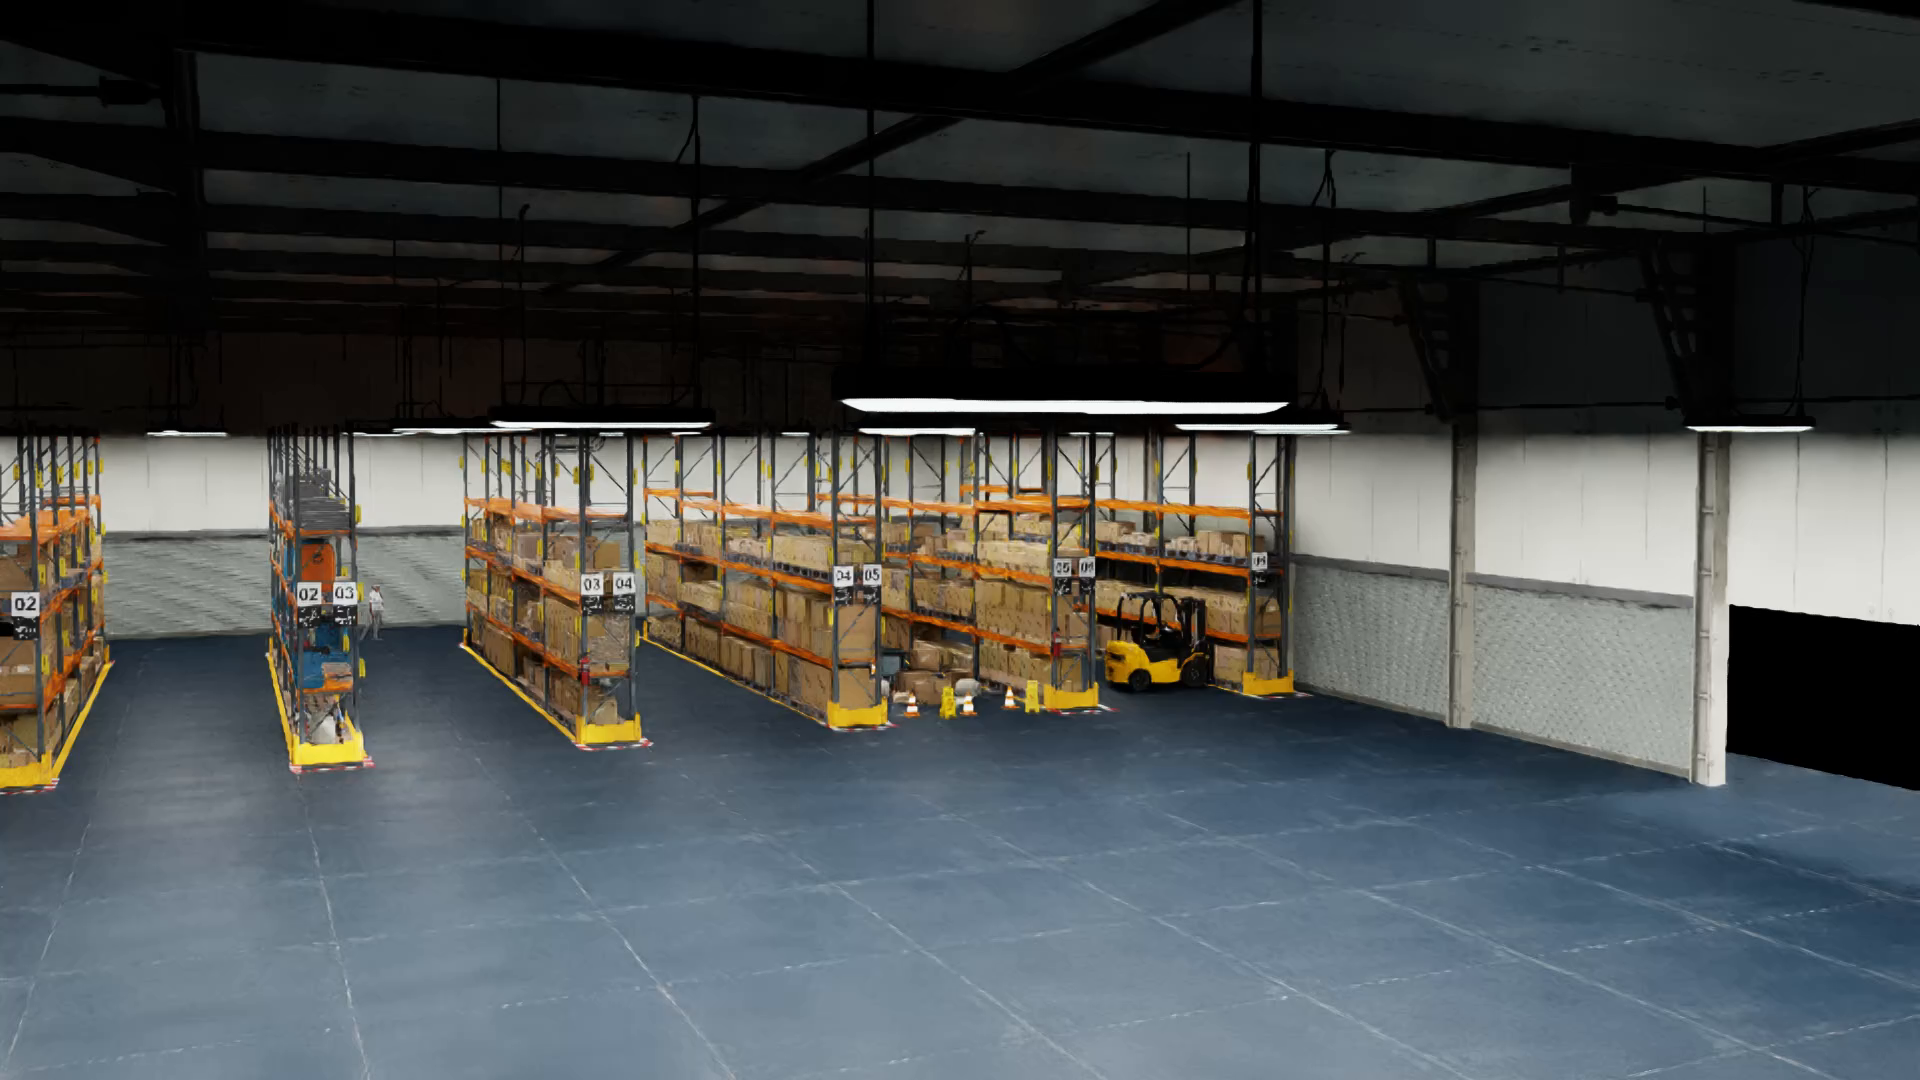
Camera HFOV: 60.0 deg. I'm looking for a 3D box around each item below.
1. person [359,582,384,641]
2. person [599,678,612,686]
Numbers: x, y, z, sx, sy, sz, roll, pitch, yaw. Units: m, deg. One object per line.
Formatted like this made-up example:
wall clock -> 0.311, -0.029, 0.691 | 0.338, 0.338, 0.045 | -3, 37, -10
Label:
person -> -16.636, 2.033, 46.947 | 0.506, 1.663, 0.652 | 1, 4, 22
person -> -8.248, 2.513, 38.606 | 0.433, 1.681, 0.551 | -3, 5, -44
